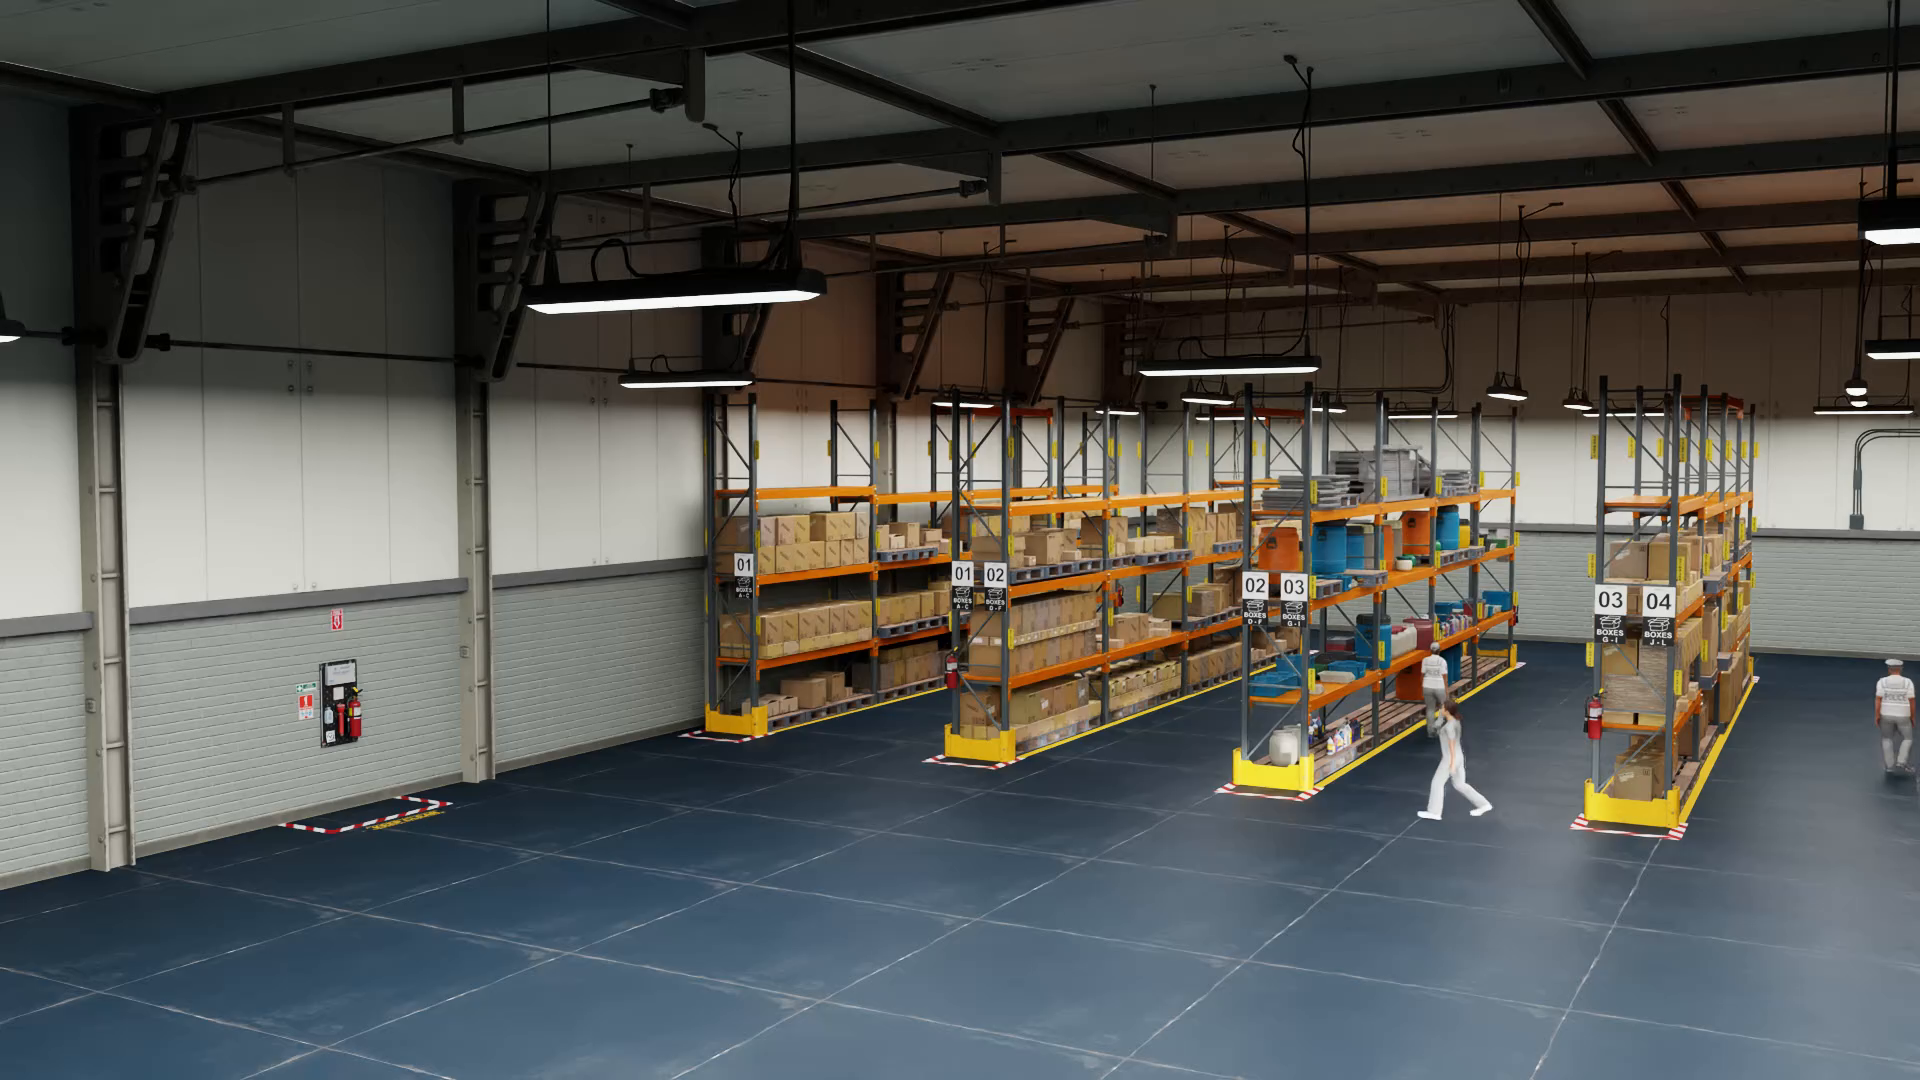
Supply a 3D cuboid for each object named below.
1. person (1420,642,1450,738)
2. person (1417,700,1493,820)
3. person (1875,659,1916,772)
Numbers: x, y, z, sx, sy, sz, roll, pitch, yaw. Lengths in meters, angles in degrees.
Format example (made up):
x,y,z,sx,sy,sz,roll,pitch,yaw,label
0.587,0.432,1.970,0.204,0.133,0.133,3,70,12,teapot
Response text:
x,y,z,sx,sy,sz,roll,pitch,yaw,label
8.251,2.613,28.896,0.527,1.662,0.494,2,4,36,person
6.679,2.965,22.399,0.967,1.634,0.465,1,3,24,person
14.505,2.736,25.779,0.579,1.755,0.565,2,3,27,person
